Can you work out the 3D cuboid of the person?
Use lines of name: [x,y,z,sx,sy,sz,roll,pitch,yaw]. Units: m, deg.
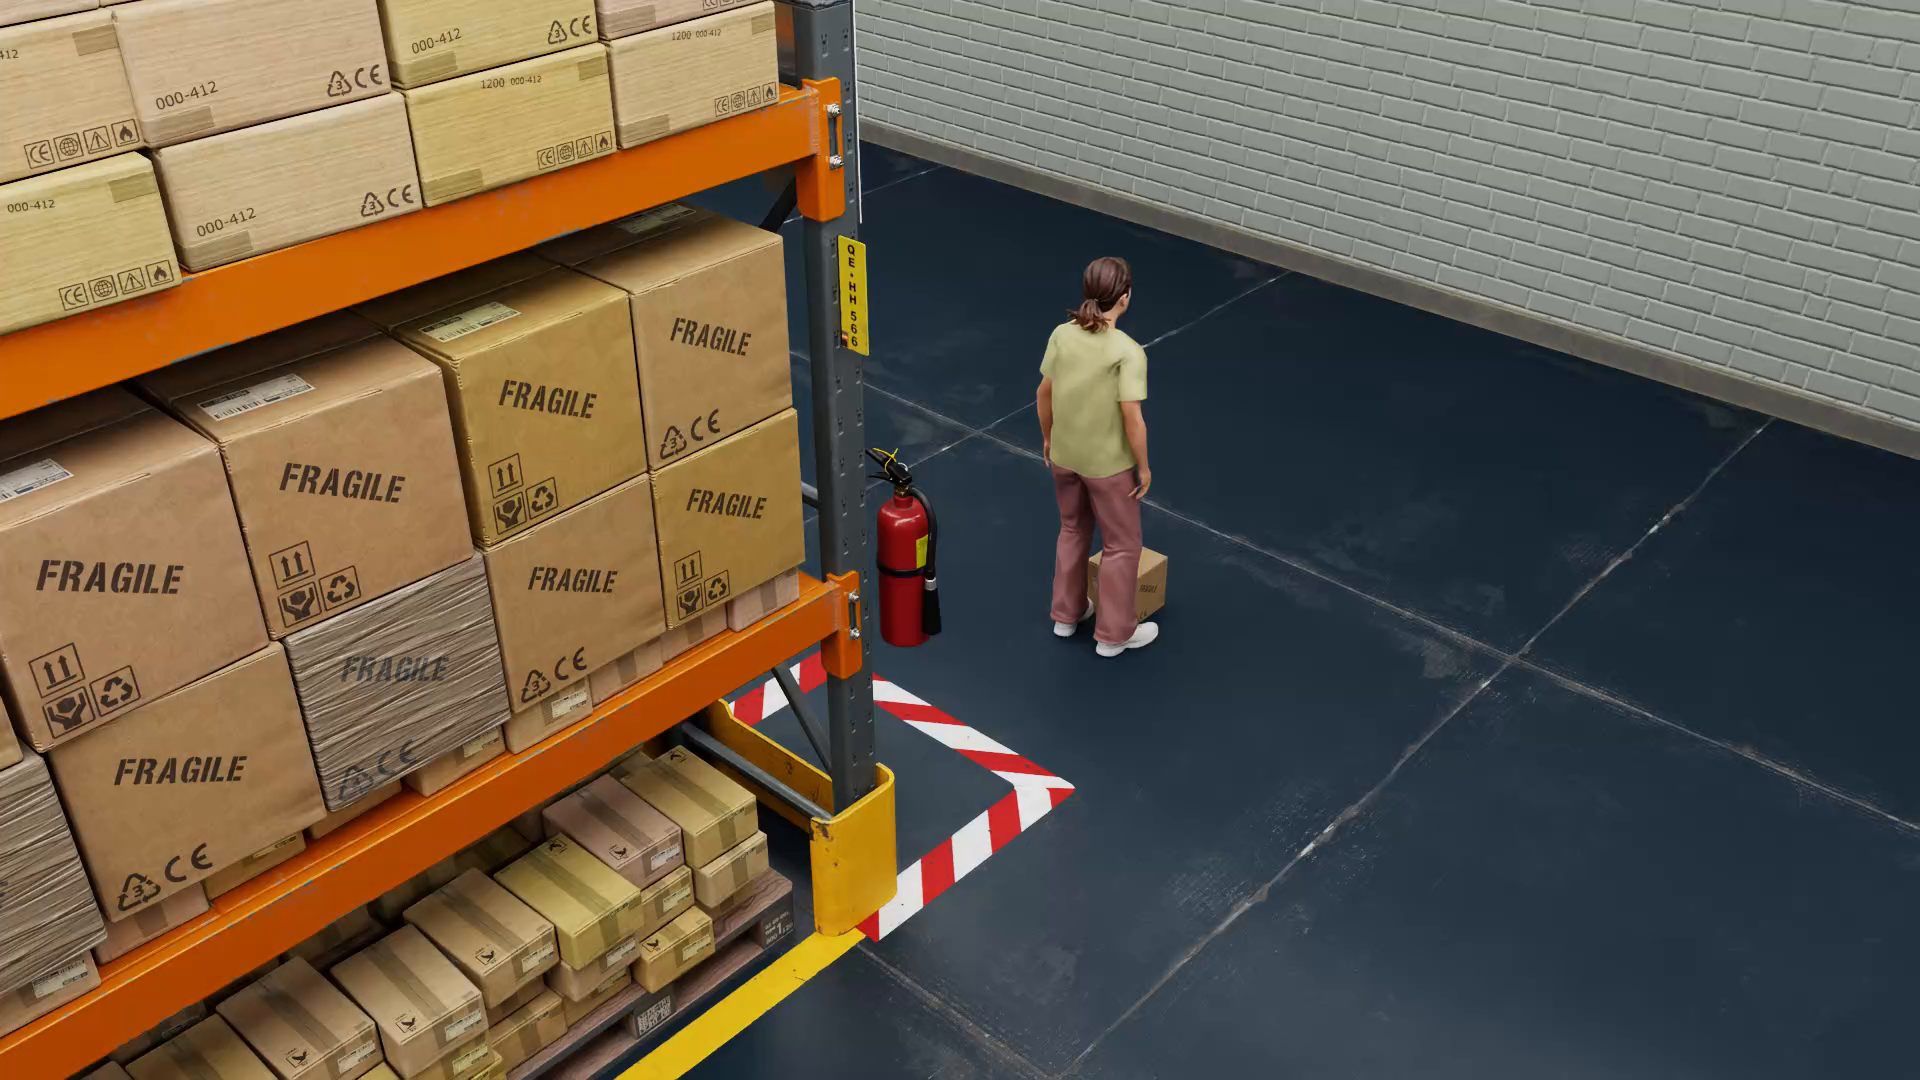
person: [0.554,-0.324,6.667,0.518,1.671,0.365,23,38,32]
